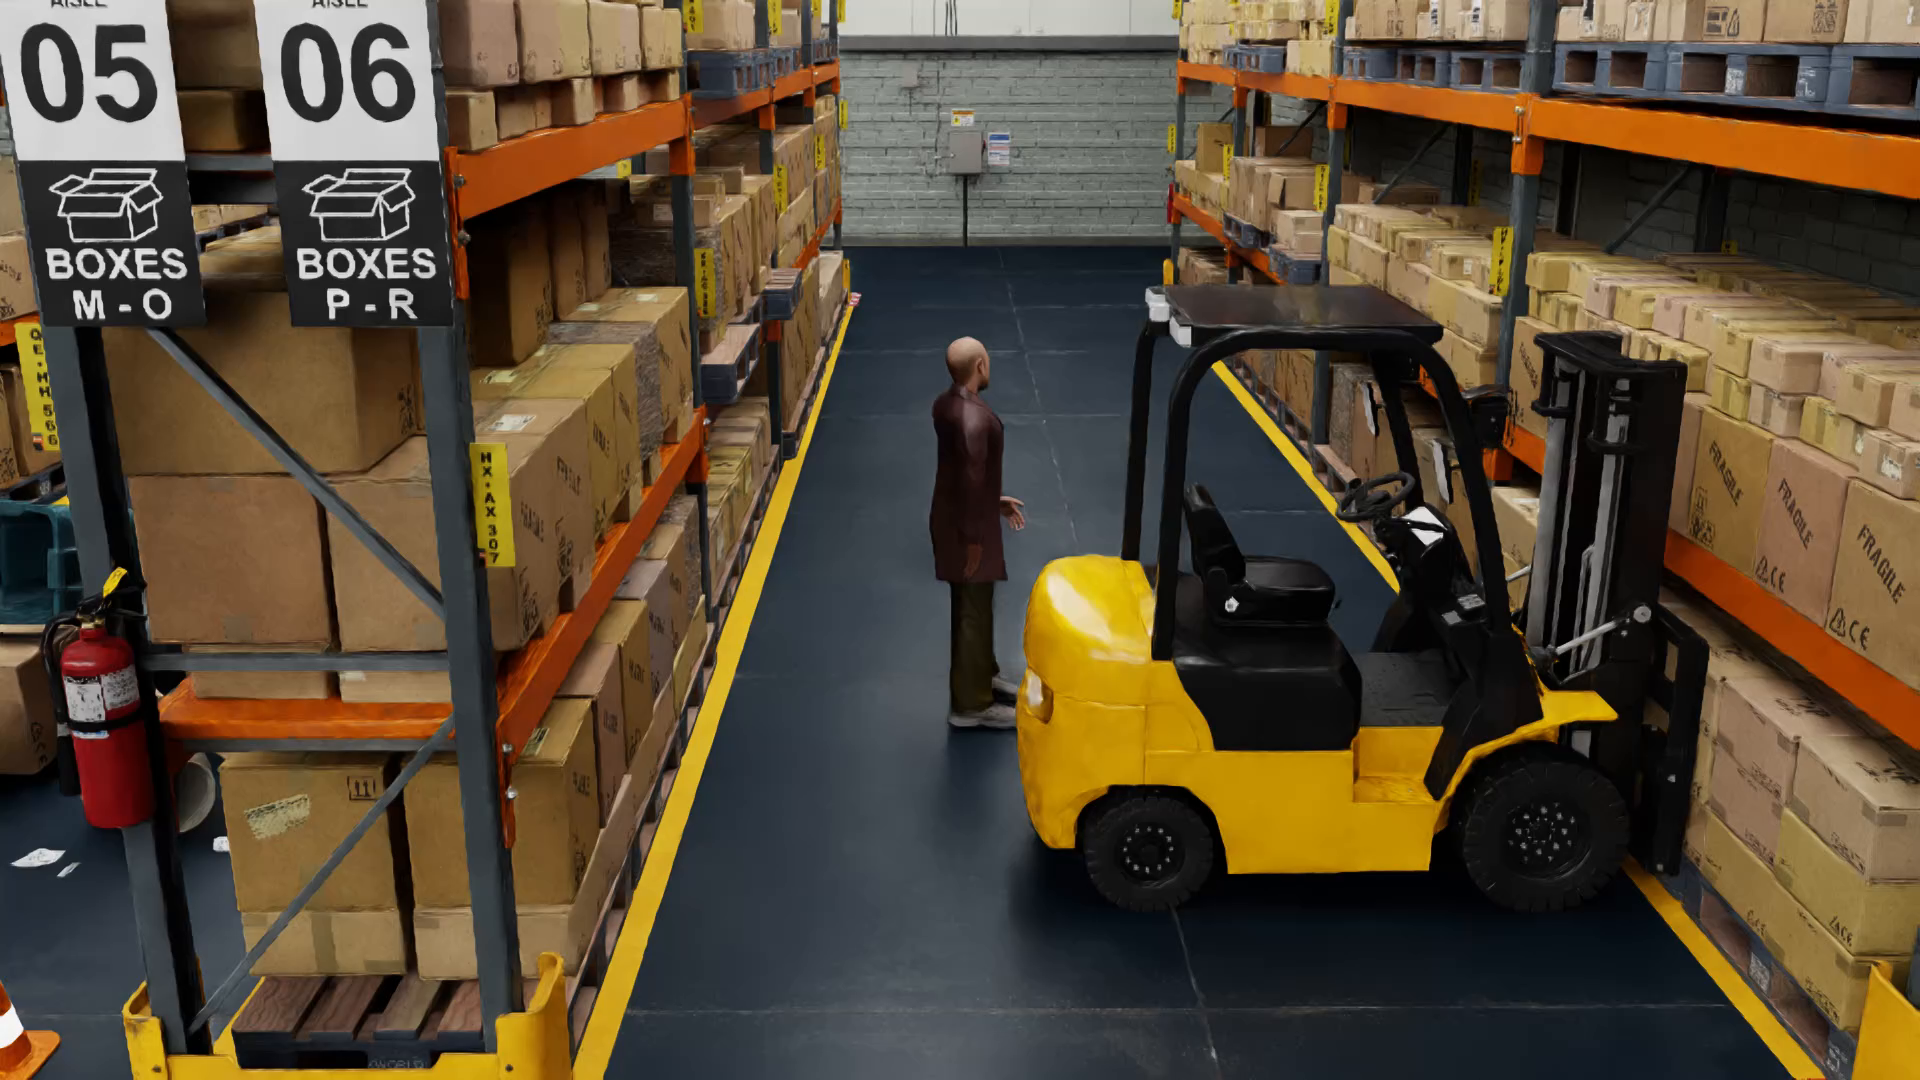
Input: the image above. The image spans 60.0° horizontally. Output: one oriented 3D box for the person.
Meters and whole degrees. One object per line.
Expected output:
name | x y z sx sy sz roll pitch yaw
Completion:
person | 0.105 -0.055 7.742 0.461 1.778 0.628 -4 17 -13
